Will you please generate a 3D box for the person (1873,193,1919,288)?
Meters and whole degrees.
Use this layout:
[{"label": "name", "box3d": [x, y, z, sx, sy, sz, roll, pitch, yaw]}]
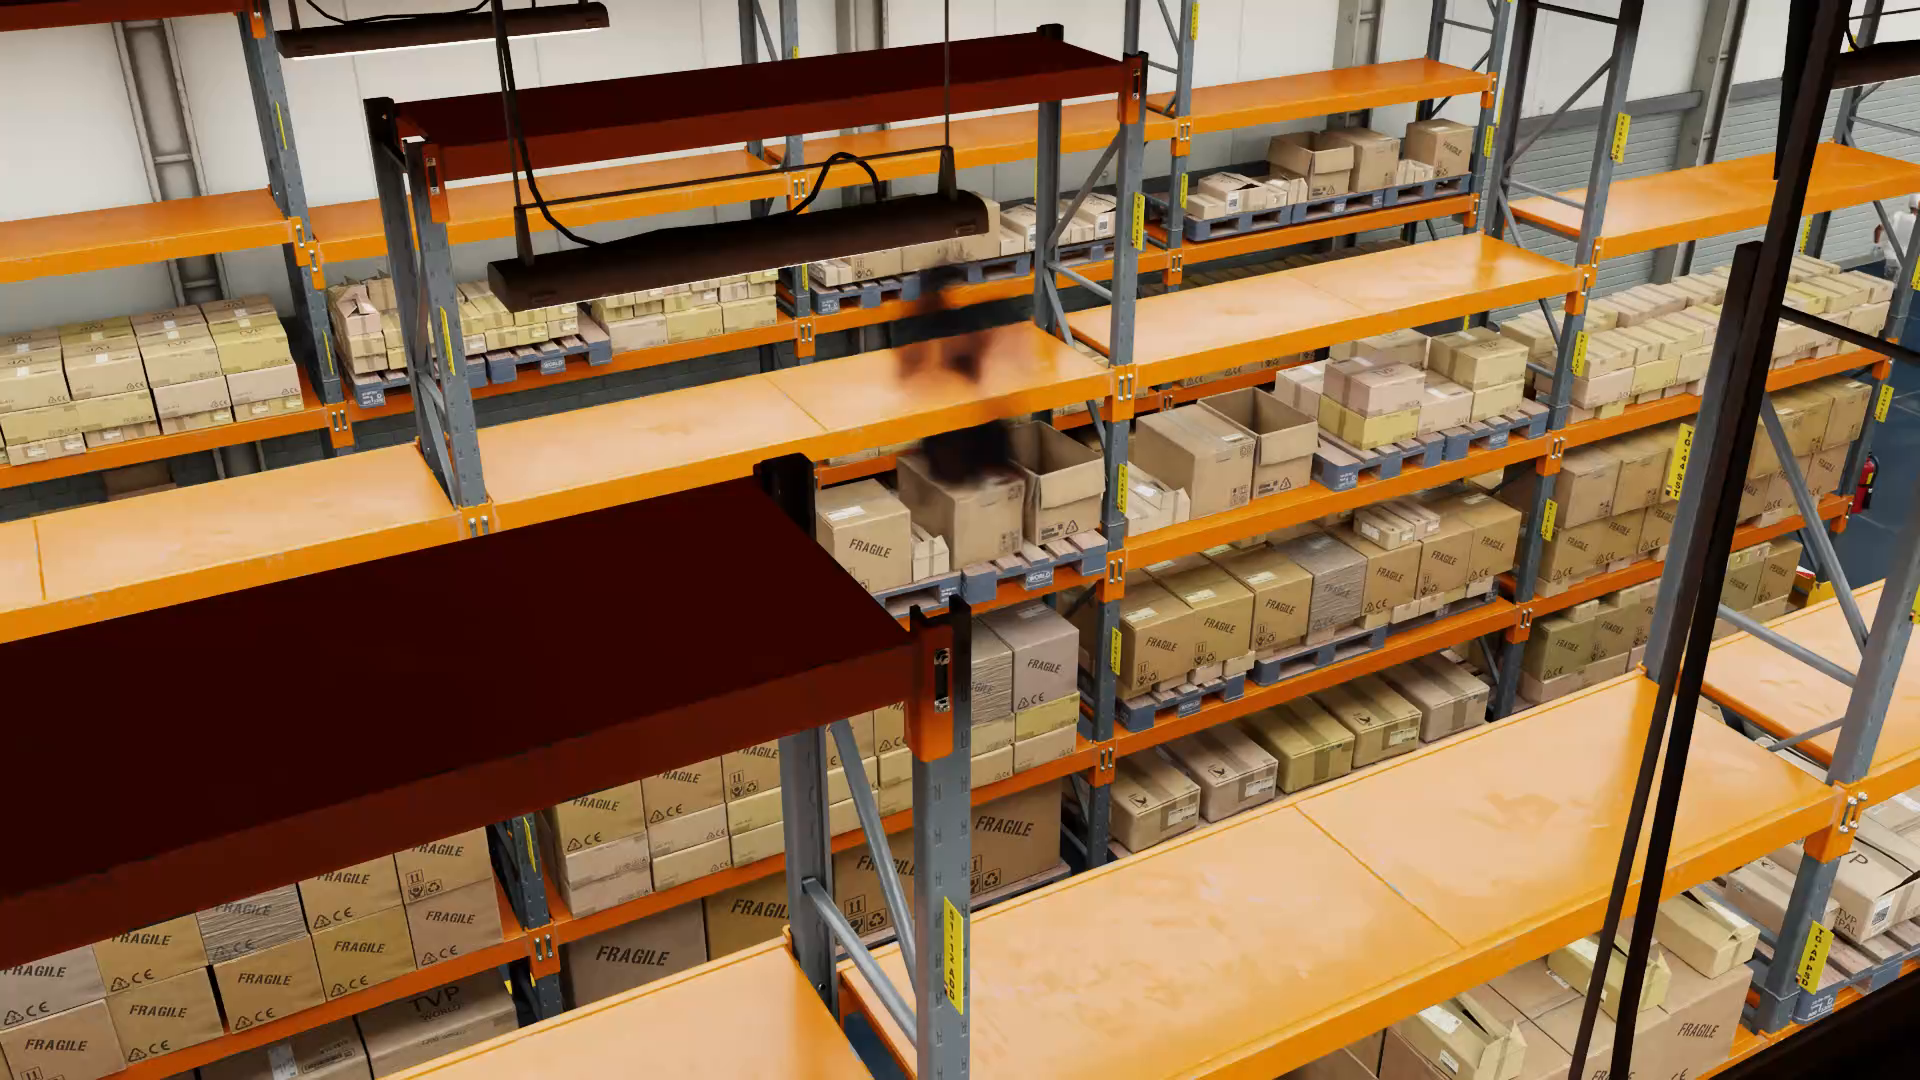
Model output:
[{"label": "person", "box3d": [12.458, -3.678, 22.016, 0.821, 1.858, 0.673, -21, 34, -34]}]
